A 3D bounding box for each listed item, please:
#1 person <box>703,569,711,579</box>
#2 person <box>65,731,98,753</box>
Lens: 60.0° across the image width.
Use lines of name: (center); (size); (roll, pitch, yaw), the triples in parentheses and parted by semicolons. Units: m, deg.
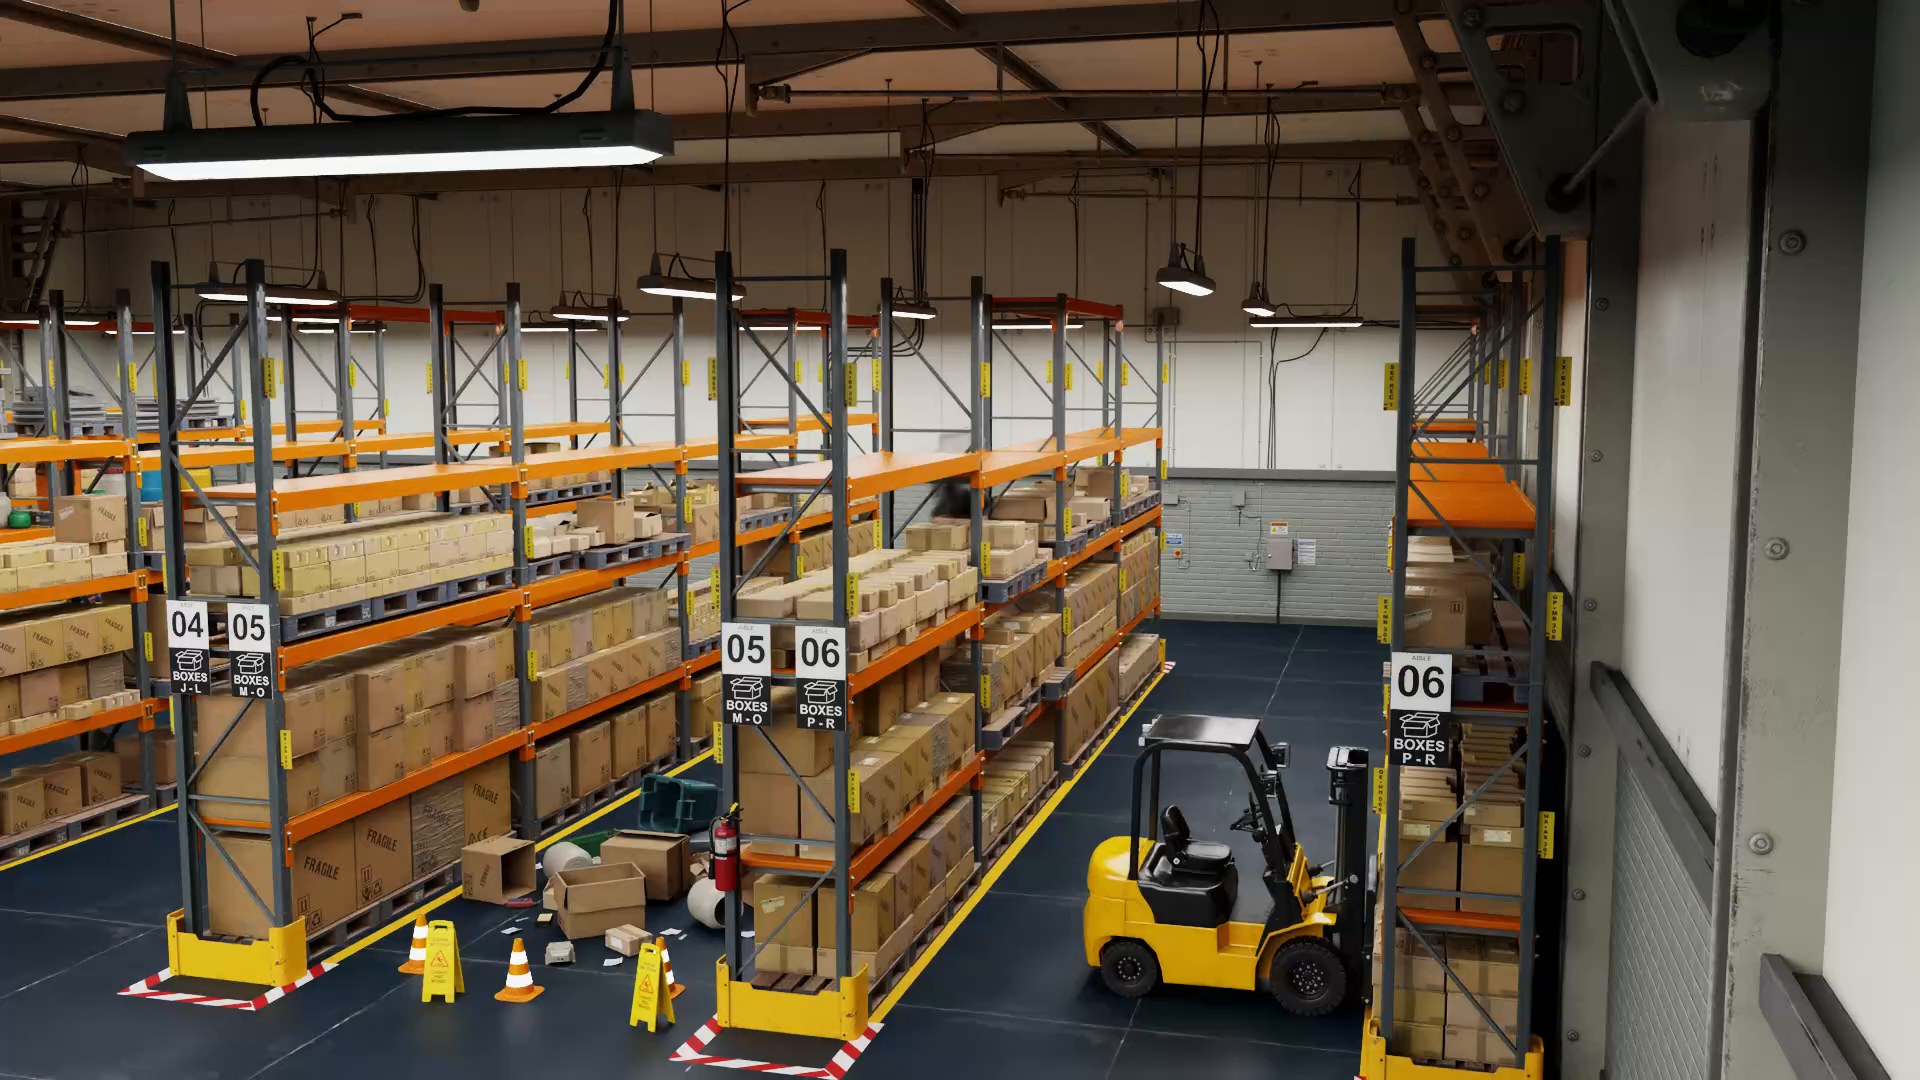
person: (-4.206, 1.350, 27.904); (0.688, 1.737, 0.532); (2, 6, 19)
person: (-10.950, 2.180, 20.771); (0.562, 1.613, 0.687); (1, 6, 6)
